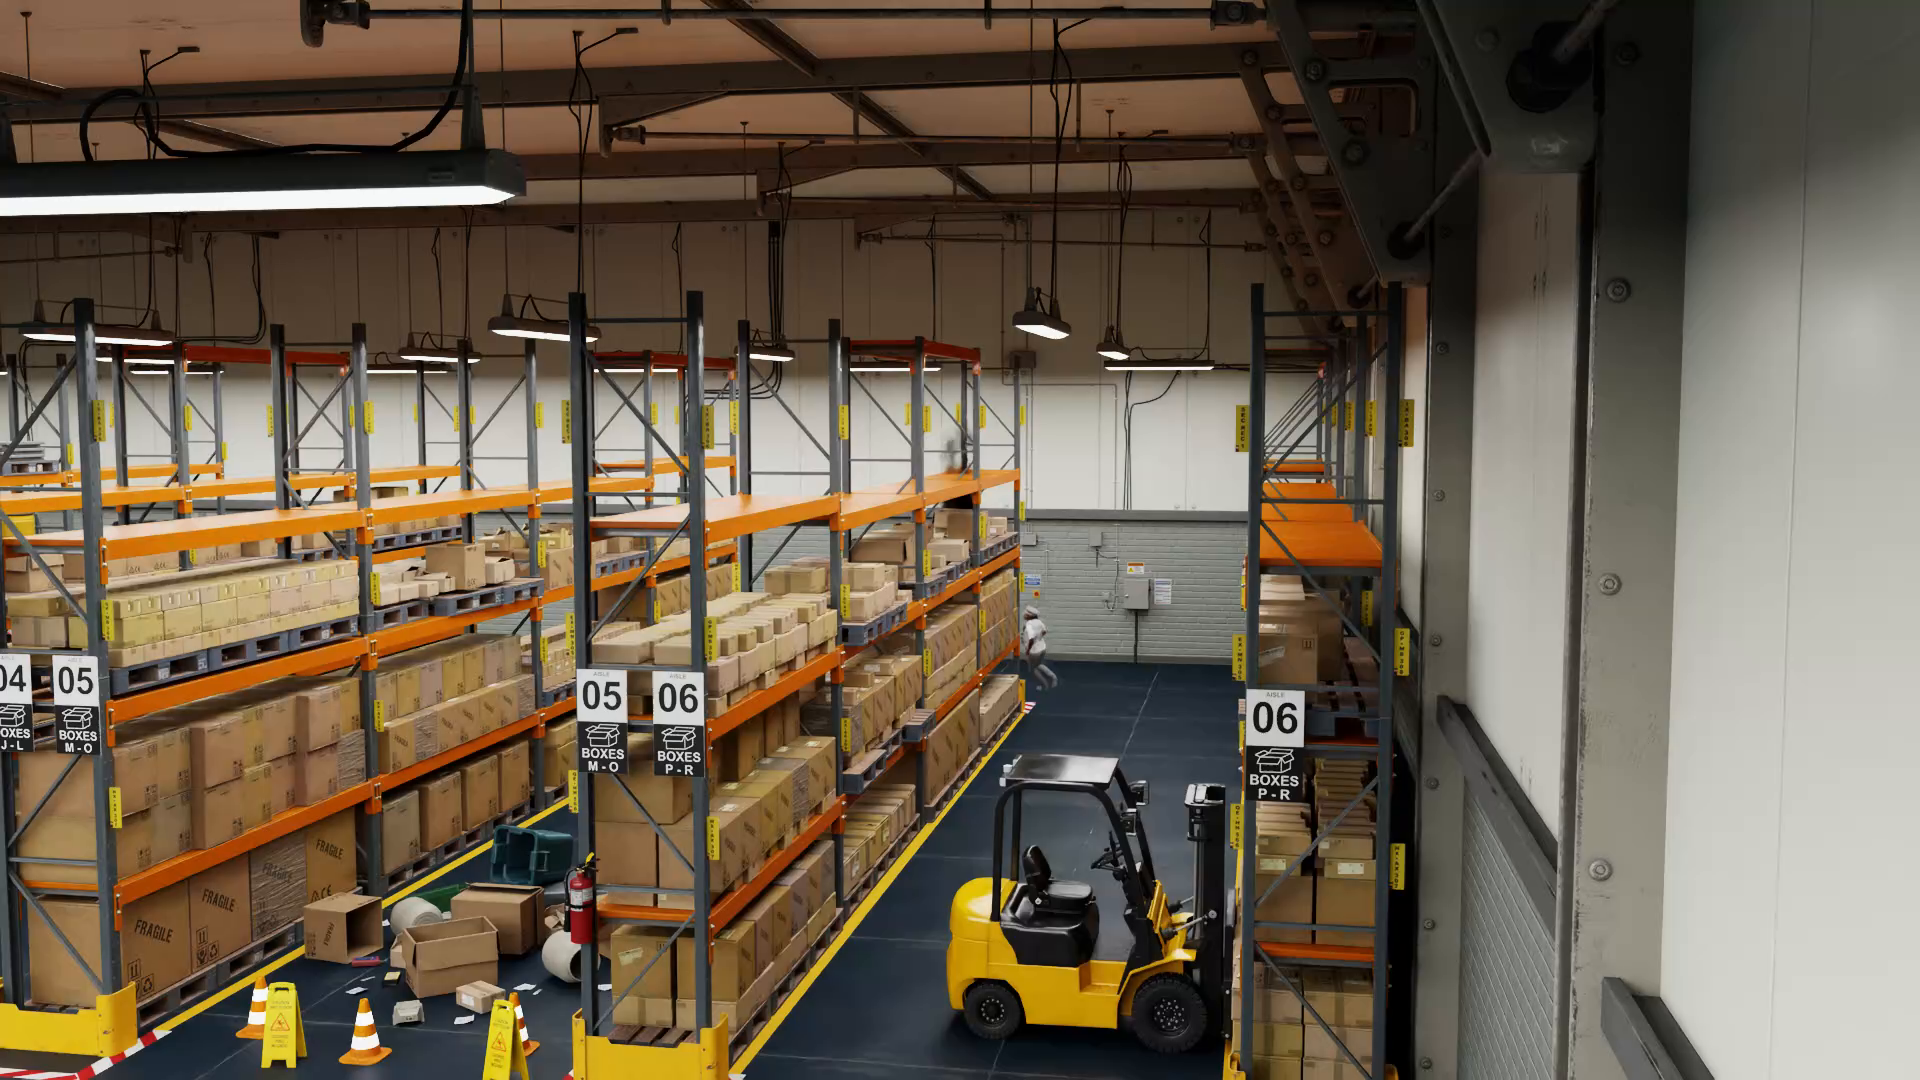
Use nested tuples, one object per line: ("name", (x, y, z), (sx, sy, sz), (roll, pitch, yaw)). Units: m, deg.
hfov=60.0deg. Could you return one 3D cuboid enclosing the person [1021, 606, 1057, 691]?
("person", (1.357, 1.934, 29.444), (0.565, 1.573, 0.704), (4, 6, 43))
